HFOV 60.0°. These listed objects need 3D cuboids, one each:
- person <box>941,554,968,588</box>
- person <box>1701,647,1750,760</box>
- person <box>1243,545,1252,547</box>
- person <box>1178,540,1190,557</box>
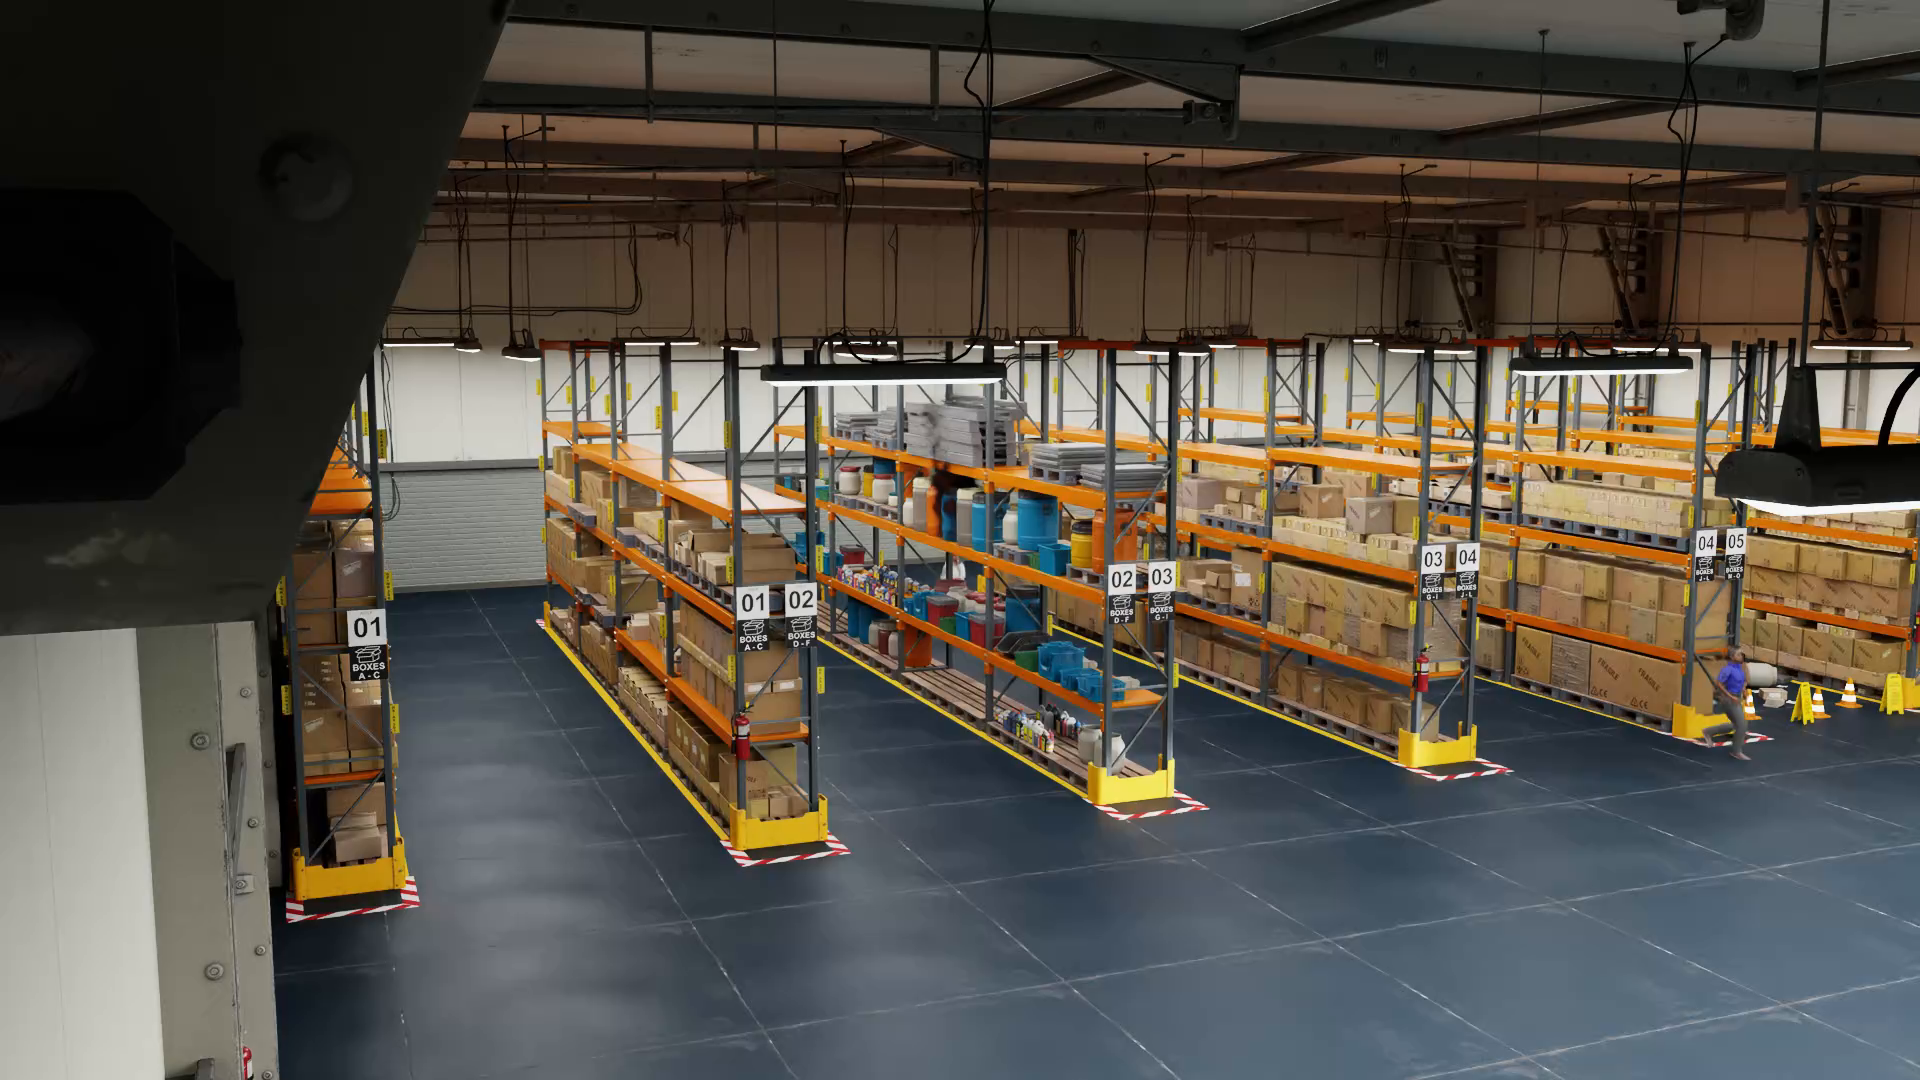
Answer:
[{"bbox_3d":[-0.104,1.036,33.818,0.655,1.782,0.965,-4,8,-28],"label":"person"},{"bbox_3d":[11.279,2.383,24.400,0.698,1.650,0.622,6,9,38],"label":"person"},{"bbox_3d":[6.047,0.936,34.886,0.660,1.731,0.626,-3,8,-20],"label":"person"},{"bbox_3d":[5.756,0.087,41.852,0.558,1.656,0.584,-3,8,-23],"label":"person"}]
